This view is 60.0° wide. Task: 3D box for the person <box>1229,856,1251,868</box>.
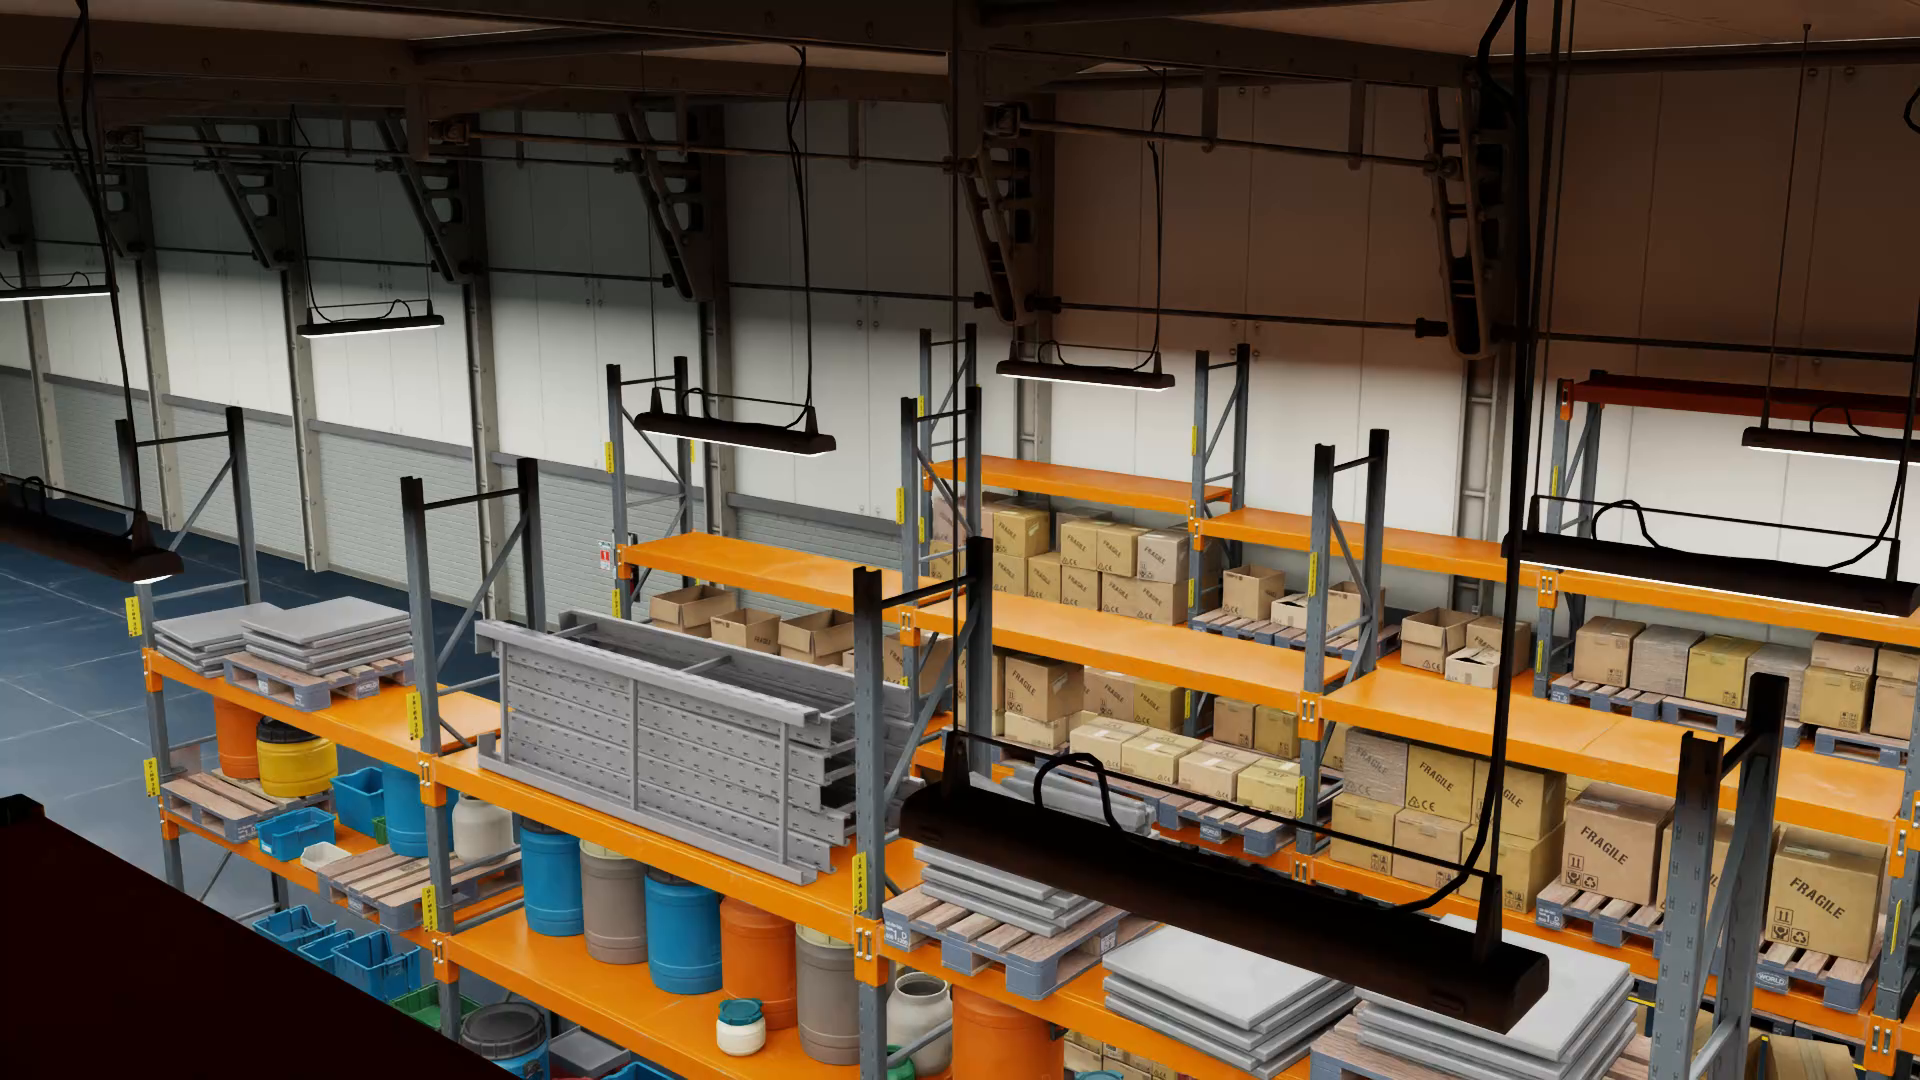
[{"bbox_3d":[2.849,3.542,16.711,1.017,1.677,0.546,7,14,29],"label":"person"}]
